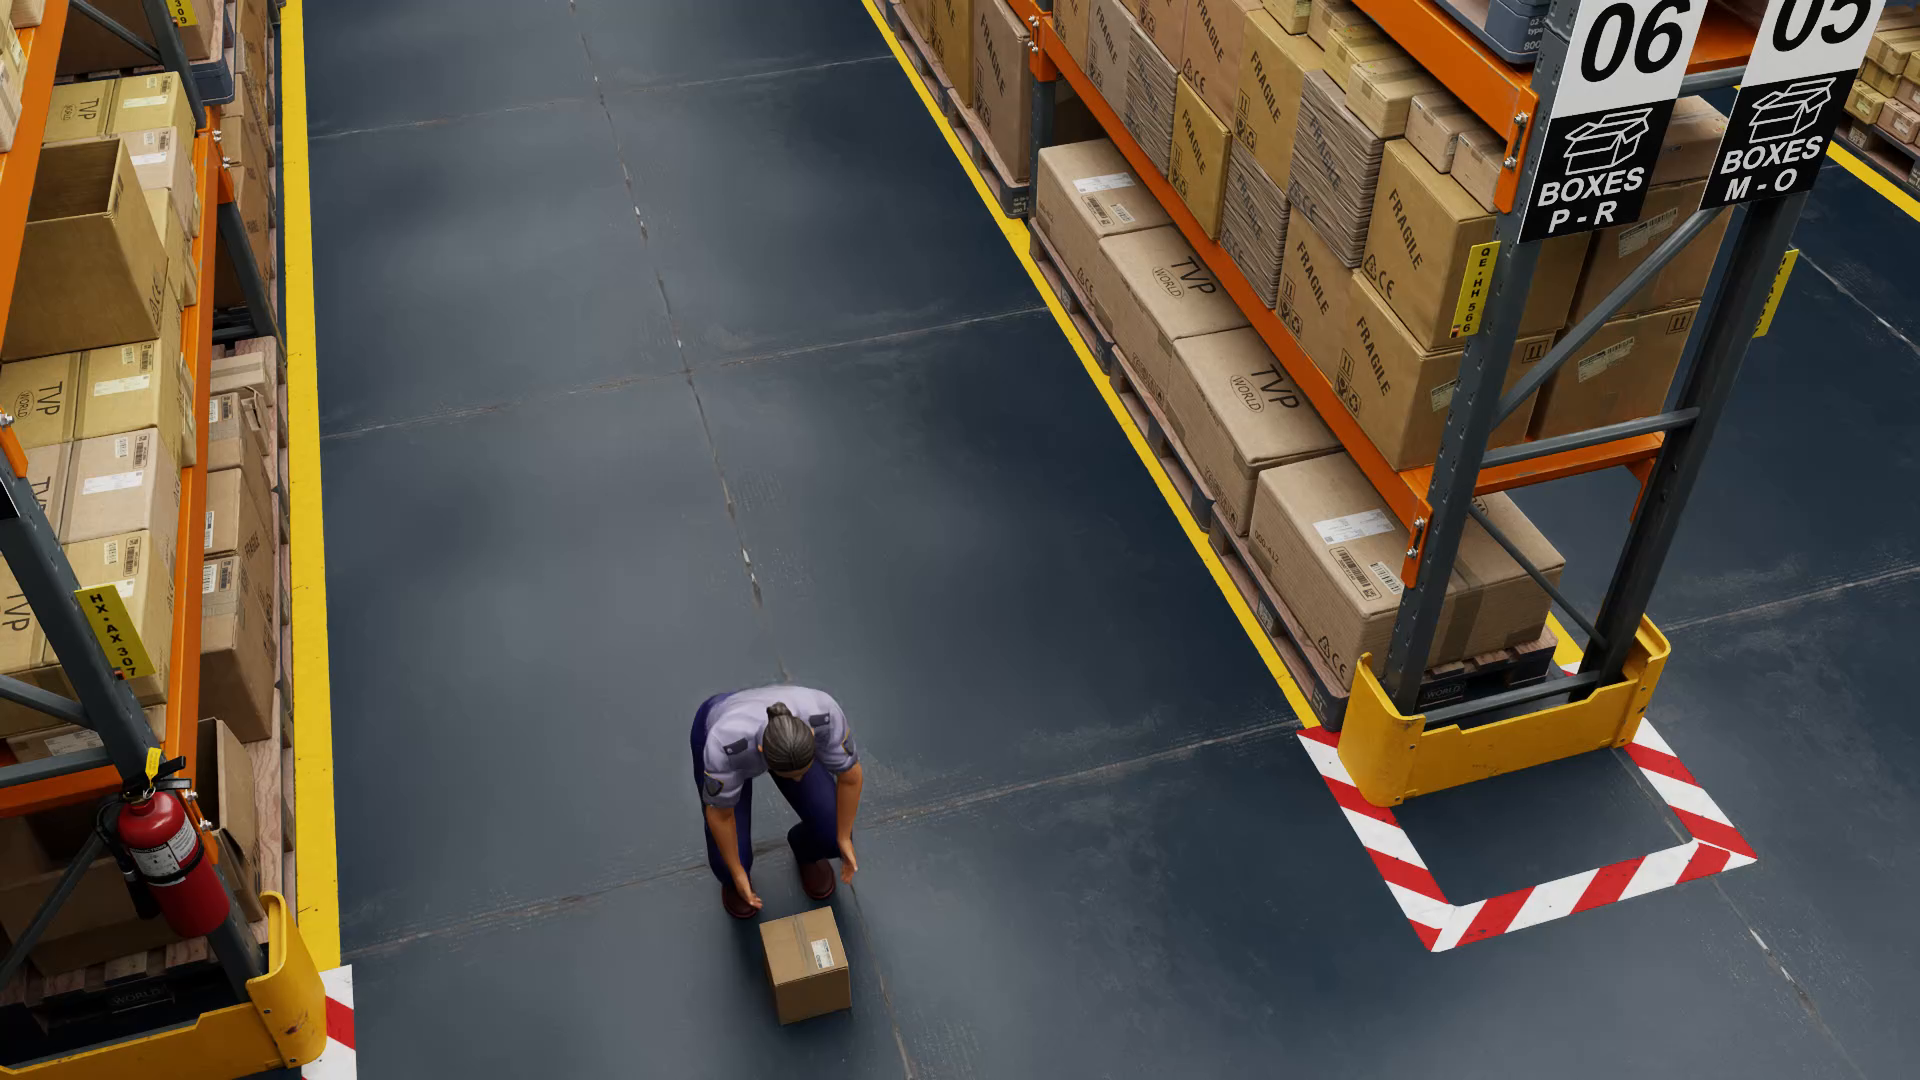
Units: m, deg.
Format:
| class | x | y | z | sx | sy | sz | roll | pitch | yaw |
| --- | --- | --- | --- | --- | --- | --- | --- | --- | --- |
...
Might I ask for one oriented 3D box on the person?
| class | x | y | z | sx | sy | sz | roll | pitch | yaw |
| --- | --- | --- | --- | --- | --- | --- | --- | --- | --- |
| person | -0.621 | 0.823 | 5.613 | 0.539 | 1.198 | 0.742 | -12 | 44 | -13 |
